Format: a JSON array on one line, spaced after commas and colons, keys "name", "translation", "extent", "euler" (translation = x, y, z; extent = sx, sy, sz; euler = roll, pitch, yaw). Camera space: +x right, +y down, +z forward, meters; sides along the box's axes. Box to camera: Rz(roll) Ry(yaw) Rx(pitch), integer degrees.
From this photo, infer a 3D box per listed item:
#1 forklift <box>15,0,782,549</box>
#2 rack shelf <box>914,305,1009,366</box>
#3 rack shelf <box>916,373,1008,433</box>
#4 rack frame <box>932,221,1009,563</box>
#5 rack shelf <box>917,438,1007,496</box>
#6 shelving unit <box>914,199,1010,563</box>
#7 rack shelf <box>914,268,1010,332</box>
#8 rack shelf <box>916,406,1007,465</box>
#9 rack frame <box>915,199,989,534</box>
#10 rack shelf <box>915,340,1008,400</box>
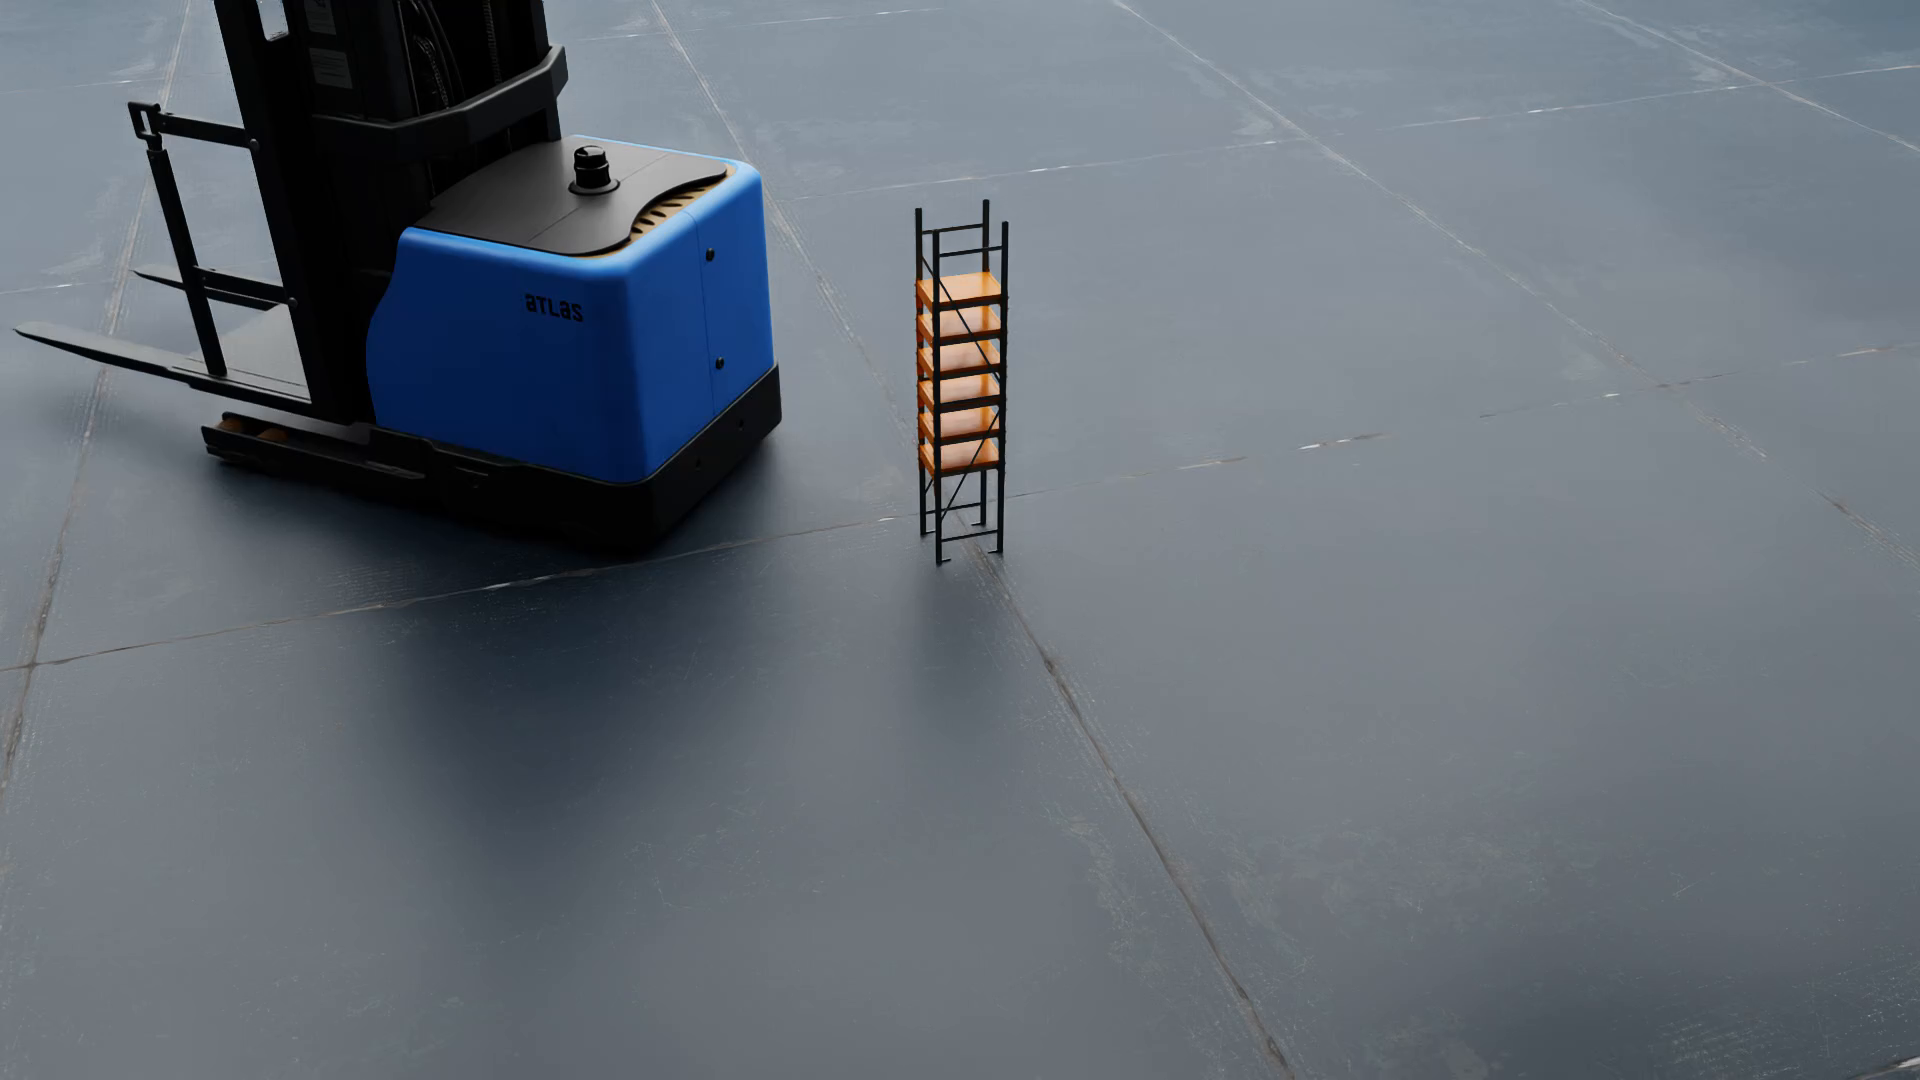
[{"name": "forklift", "translation": [-2.242, -1.717, 5.690], "extent": [3.031, 2.935, 1.130], "euler": [13, 36, 19]}, {"name": "rack shelf", "translation": [0.004, -0.656, 5.300], "extent": [0.258, 0.103, 0.180], "euler": [-10, 35, -15]}, {"name": "rack shelf", "translation": [0.004, -0.456, 5.432], "extent": [0.258, 0.103, 0.180], "euler": [-10, 35, -15]}, {"name": "rack frame", "translation": [0.032, -0.445, 5.335], "extent": [0.240, 1.200, 0.006], "euler": [-10, 35, -15]}, {"name": "rack shelf", "translation": [0.004, -0.256, 5.565], "extent": [0.258, 0.103, 0.180], "euler": [-10, 35, -15]}, {"name": "shelving unit", "translation": [0.004, -0.493, 5.408], "extent": [0.258, 1.200, 0.189], "euler": [-10, 35, -15]}, {"name": "rack shelf", "translation": [0.004, -0.756, 5.234], "extent": [0.258, 0.103, 0.180], "euler": [-10, 35, -15]}, {"name": "rack shelf", "translation": [0.004, -0.356, 5.498], "extent": [0.258, 0.103, 0.180], "euler": [-10, 35, -15]}, {"name": "rack frame", "translation": [-0.023, -0.541, 5.480], "extent": [0.240, 1.200, 0.006], "euler": [-10, 35, -15]}, {"name": "rack shelf", "translation": [0.004, -0.556, 5.366], "extent": [0.258, 0.103, 0.180], "euler": [-10, 35, -15]}]
